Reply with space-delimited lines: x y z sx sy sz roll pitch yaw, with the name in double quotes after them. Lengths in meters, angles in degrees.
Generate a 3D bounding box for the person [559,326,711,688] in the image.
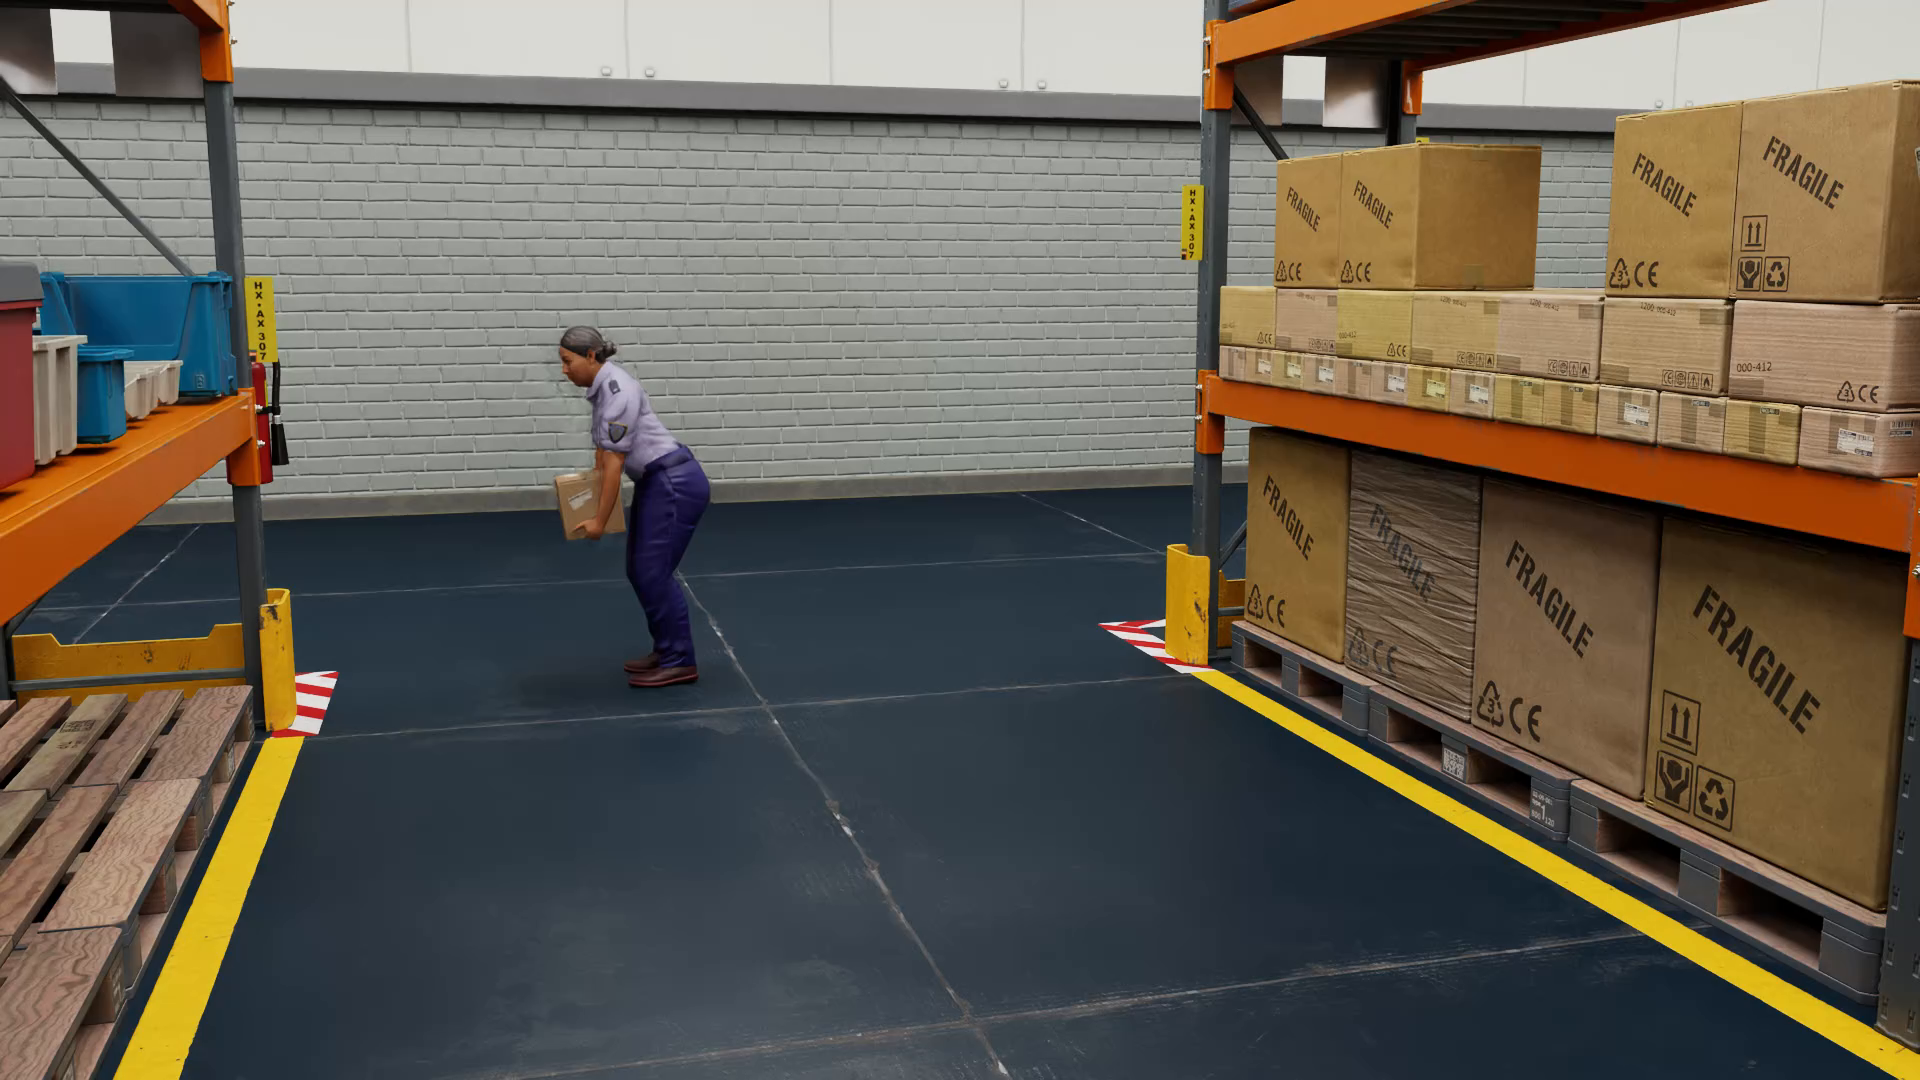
-1.395 -0.151 7.188 0.612 1.544 0.438 -3 10 -17 "person"
